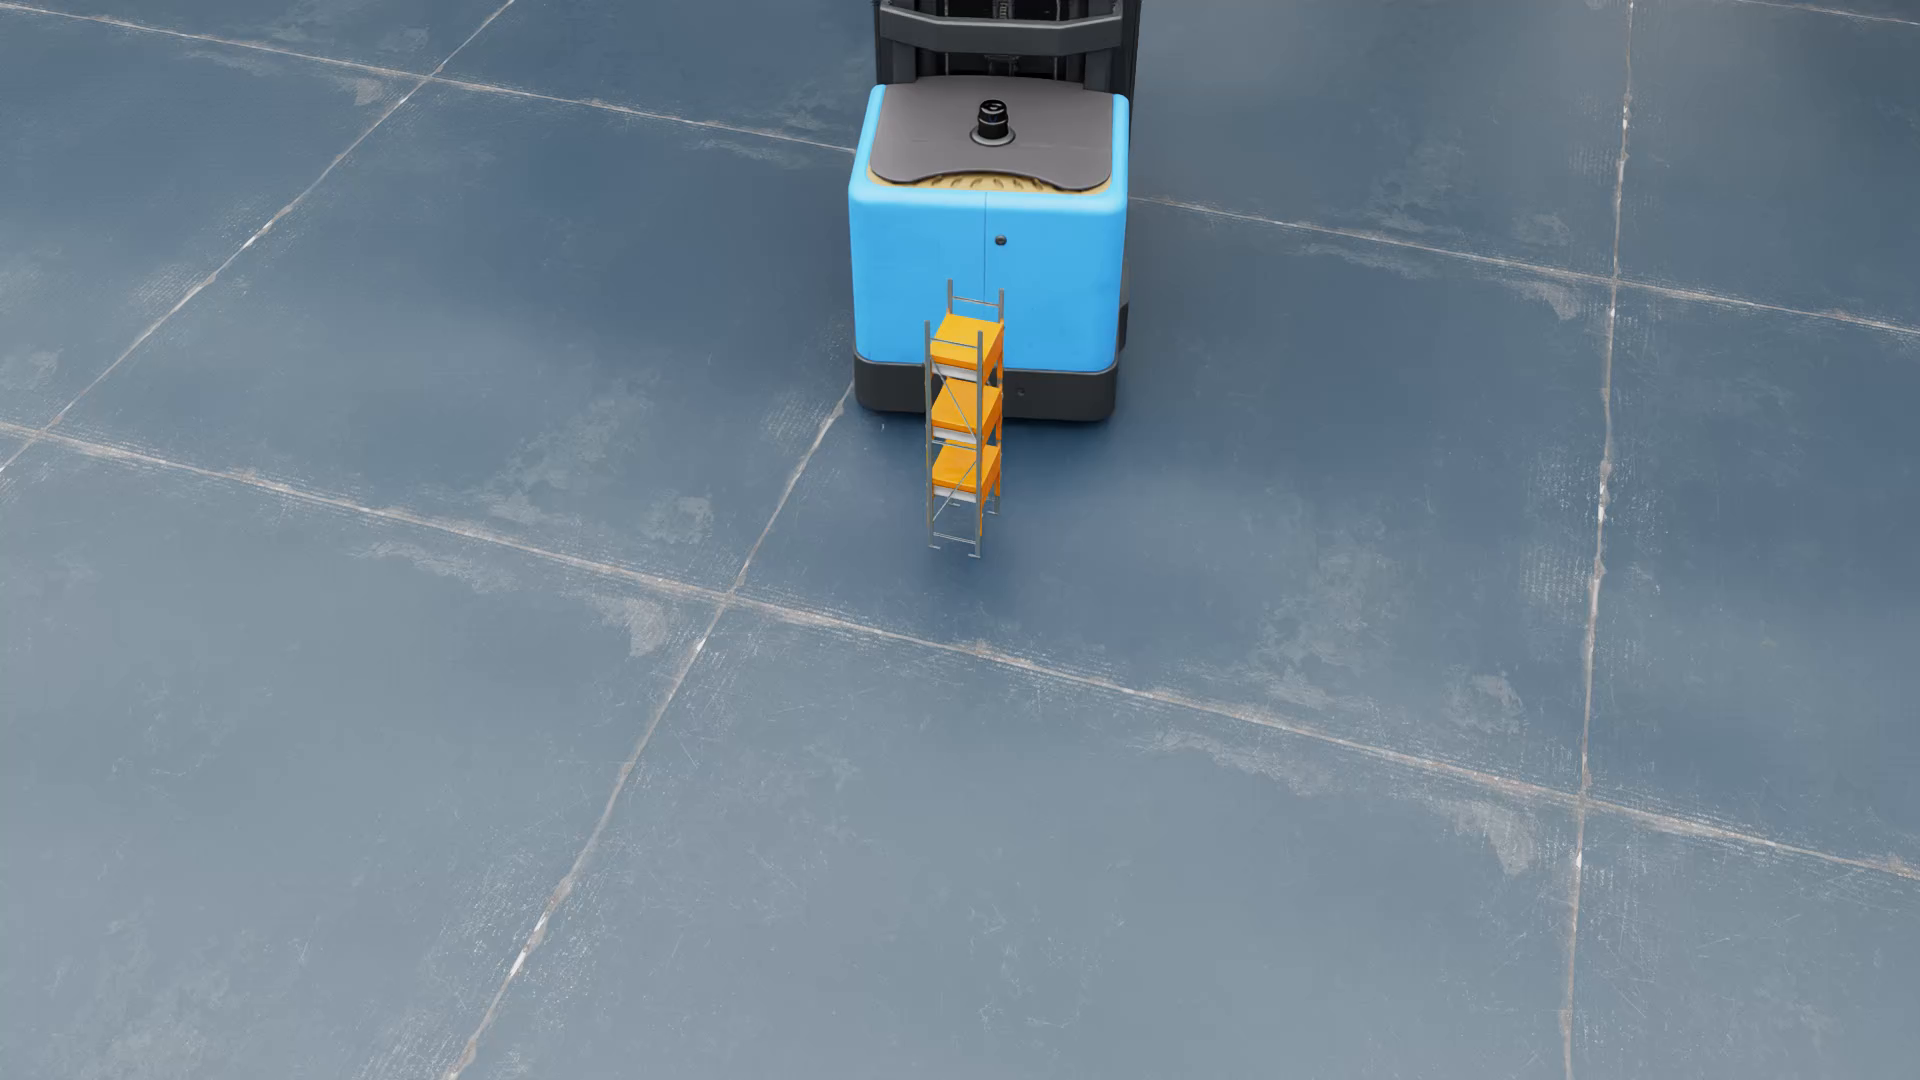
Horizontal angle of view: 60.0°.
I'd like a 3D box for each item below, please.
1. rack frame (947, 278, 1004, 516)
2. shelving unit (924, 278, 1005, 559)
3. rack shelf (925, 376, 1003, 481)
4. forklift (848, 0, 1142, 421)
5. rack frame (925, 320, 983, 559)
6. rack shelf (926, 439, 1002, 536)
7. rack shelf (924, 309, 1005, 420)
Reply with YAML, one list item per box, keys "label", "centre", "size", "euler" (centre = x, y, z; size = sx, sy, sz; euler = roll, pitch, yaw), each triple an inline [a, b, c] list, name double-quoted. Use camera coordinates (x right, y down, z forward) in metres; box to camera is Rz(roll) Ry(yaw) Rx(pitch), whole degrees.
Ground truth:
- label: "rack frame"
  centre: [0.053, -0.492, 6.002]
  size: [0.200, 1.050, 0.008]
  euler: [13, 46, 12]
- label: "shelving unit"
  centre: [0.016, -0.411, 5.919]
  size: [0.215, 1.050, 0.252]
  euler: [13, 46, 12]
- label: "rack shelf"
  centre: [0.016, -0.403, 5.927]
  size: [0.215, 0.259, 0.240]
  euler: [13, 46, 12]
- label: "forklift"
  centre: [0.212, -2.548, 6.758]
  size: [1.130, 2.935, 3.031]
  euler: [3, 44, 3]
- label: "rack frame"
  centre: [-0.021, -0.330, 5.836]
  size: [0.200, 1.050, 0.008]
  euler: [13, 46, 12]
- label: "rack shelf"
  centre: [0.016, -0.205, 6.121]
  size: [0.215, 0.259, 0.240]
  euler: [13, 46, 12]
- label: "rack shelf"
  centre: [0.016, -0.606, 5.728]
  size: [0.215, 0.259, 0.240]
  euler: [13, 46, 12]
